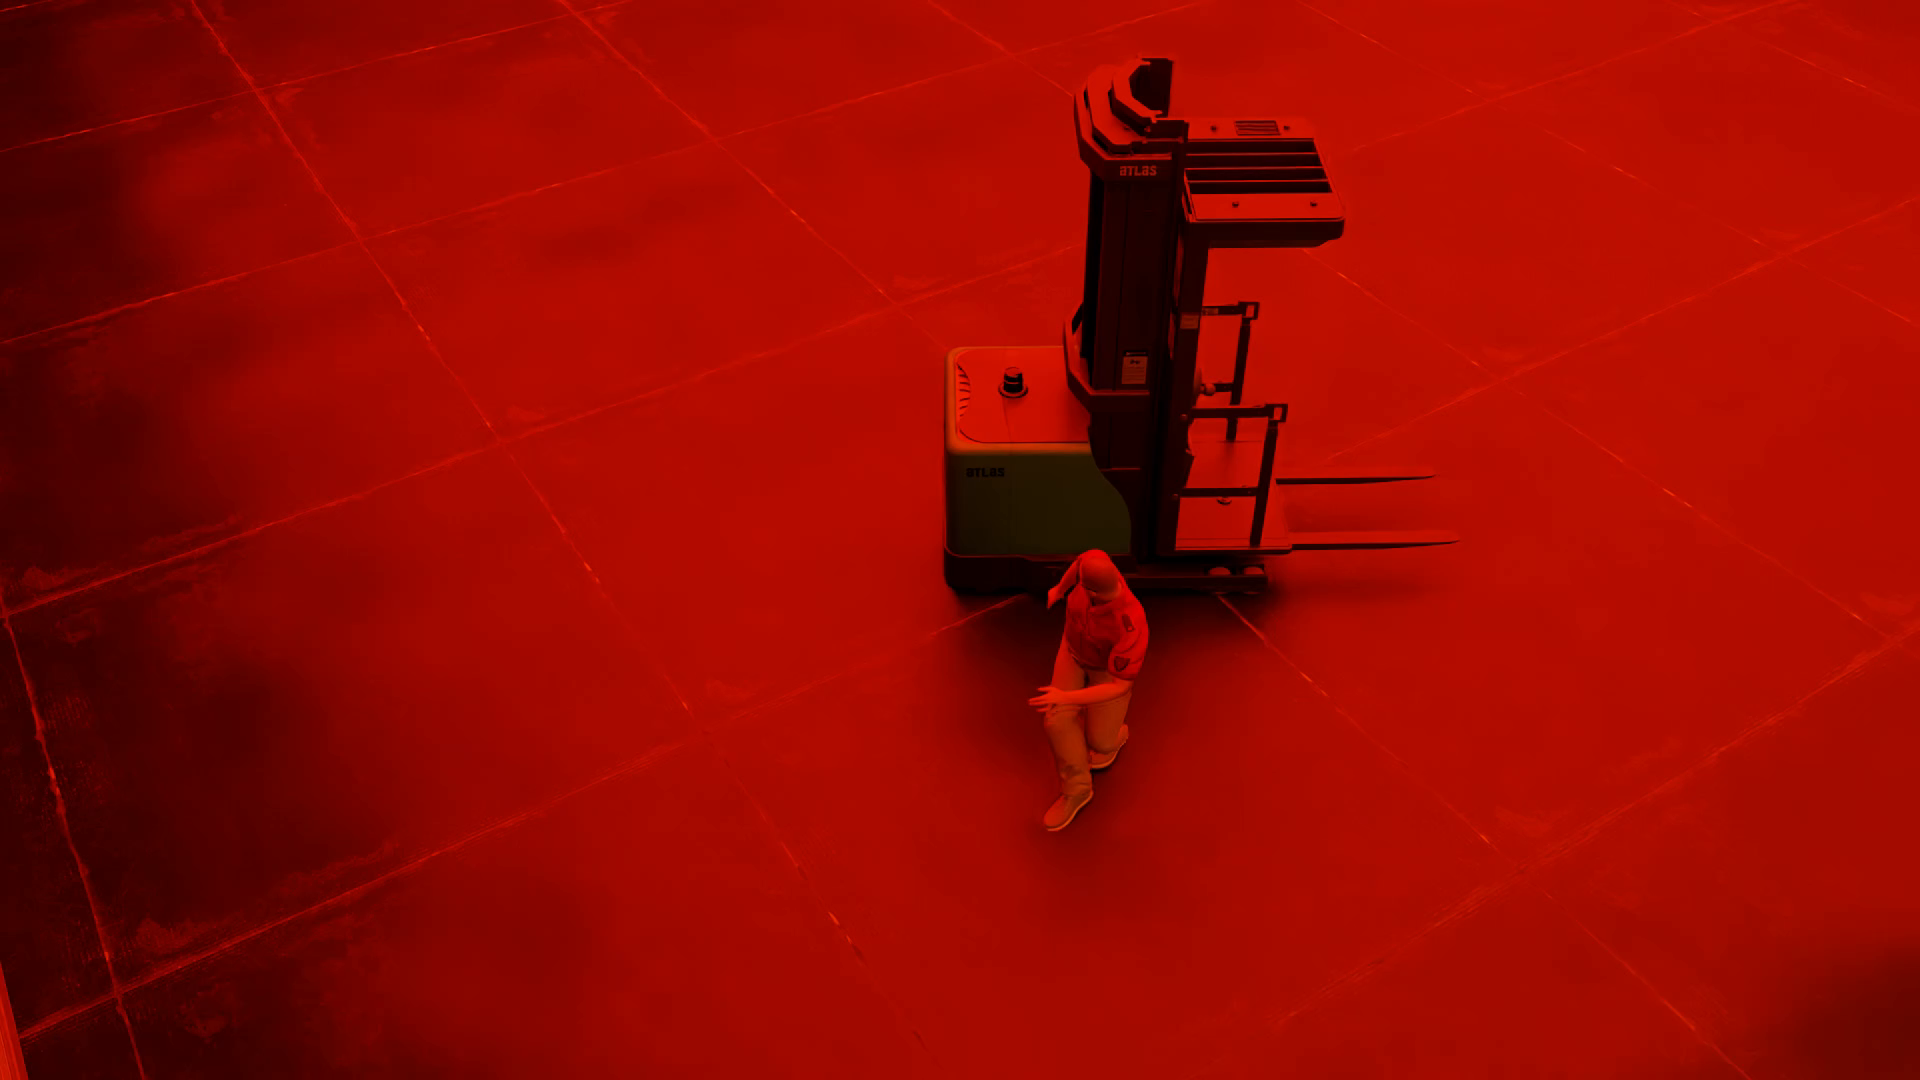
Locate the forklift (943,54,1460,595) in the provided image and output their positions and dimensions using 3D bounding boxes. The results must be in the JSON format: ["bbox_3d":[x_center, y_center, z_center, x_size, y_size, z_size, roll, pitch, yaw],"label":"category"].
[{"bbox_3d":[1.416,-1.134,9.169,3.031,2.935,1.130,-1,41,-1],"label":"forklift"}]

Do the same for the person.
[{"bbox_3d":[0.556,0.634,8.188,0.794,1.604,0.824,31,50,30],"label":"person"}]
